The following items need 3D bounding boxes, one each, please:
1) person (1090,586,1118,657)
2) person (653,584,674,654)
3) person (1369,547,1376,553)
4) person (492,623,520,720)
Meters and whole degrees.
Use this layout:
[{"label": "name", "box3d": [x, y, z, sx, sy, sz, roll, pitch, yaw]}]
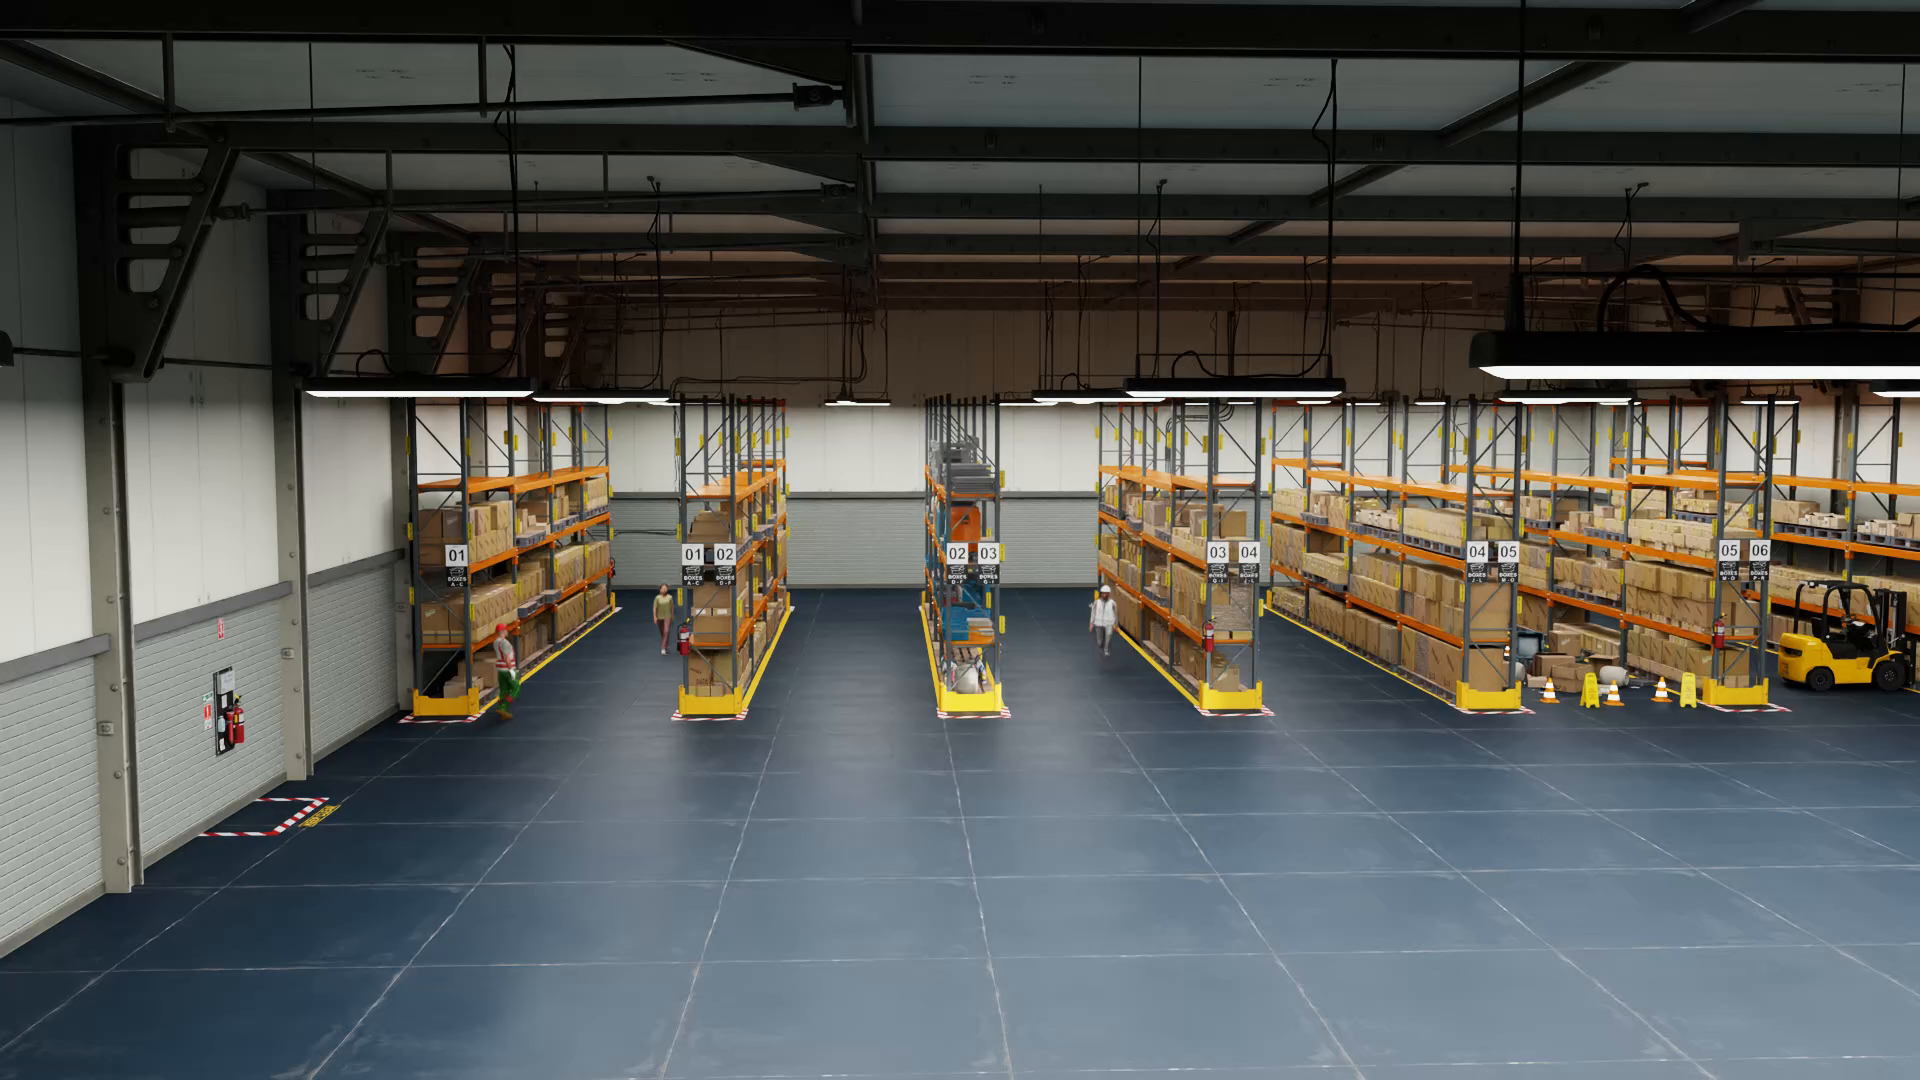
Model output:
[{"label": "person", "box3d": [3.172, 1.784, 36.726, 0.589, 1.528, 1.049, 1, 5, 15]}, {"label": "person", "box3d": [-6.960, 1.823, 38.899, 0.419, 1.606, 1.072, 1, 5, 7]}, {"label": "person", "box3d": [12.092, 1.035, 48.740, 1.070, 1.674, 0.503, 1, 5, 13]}, {"label": "person", "box3d": [-8.411, 2.424, 30.597, 0.488, 1.769, 0.733, -4, 6, -44]}]
